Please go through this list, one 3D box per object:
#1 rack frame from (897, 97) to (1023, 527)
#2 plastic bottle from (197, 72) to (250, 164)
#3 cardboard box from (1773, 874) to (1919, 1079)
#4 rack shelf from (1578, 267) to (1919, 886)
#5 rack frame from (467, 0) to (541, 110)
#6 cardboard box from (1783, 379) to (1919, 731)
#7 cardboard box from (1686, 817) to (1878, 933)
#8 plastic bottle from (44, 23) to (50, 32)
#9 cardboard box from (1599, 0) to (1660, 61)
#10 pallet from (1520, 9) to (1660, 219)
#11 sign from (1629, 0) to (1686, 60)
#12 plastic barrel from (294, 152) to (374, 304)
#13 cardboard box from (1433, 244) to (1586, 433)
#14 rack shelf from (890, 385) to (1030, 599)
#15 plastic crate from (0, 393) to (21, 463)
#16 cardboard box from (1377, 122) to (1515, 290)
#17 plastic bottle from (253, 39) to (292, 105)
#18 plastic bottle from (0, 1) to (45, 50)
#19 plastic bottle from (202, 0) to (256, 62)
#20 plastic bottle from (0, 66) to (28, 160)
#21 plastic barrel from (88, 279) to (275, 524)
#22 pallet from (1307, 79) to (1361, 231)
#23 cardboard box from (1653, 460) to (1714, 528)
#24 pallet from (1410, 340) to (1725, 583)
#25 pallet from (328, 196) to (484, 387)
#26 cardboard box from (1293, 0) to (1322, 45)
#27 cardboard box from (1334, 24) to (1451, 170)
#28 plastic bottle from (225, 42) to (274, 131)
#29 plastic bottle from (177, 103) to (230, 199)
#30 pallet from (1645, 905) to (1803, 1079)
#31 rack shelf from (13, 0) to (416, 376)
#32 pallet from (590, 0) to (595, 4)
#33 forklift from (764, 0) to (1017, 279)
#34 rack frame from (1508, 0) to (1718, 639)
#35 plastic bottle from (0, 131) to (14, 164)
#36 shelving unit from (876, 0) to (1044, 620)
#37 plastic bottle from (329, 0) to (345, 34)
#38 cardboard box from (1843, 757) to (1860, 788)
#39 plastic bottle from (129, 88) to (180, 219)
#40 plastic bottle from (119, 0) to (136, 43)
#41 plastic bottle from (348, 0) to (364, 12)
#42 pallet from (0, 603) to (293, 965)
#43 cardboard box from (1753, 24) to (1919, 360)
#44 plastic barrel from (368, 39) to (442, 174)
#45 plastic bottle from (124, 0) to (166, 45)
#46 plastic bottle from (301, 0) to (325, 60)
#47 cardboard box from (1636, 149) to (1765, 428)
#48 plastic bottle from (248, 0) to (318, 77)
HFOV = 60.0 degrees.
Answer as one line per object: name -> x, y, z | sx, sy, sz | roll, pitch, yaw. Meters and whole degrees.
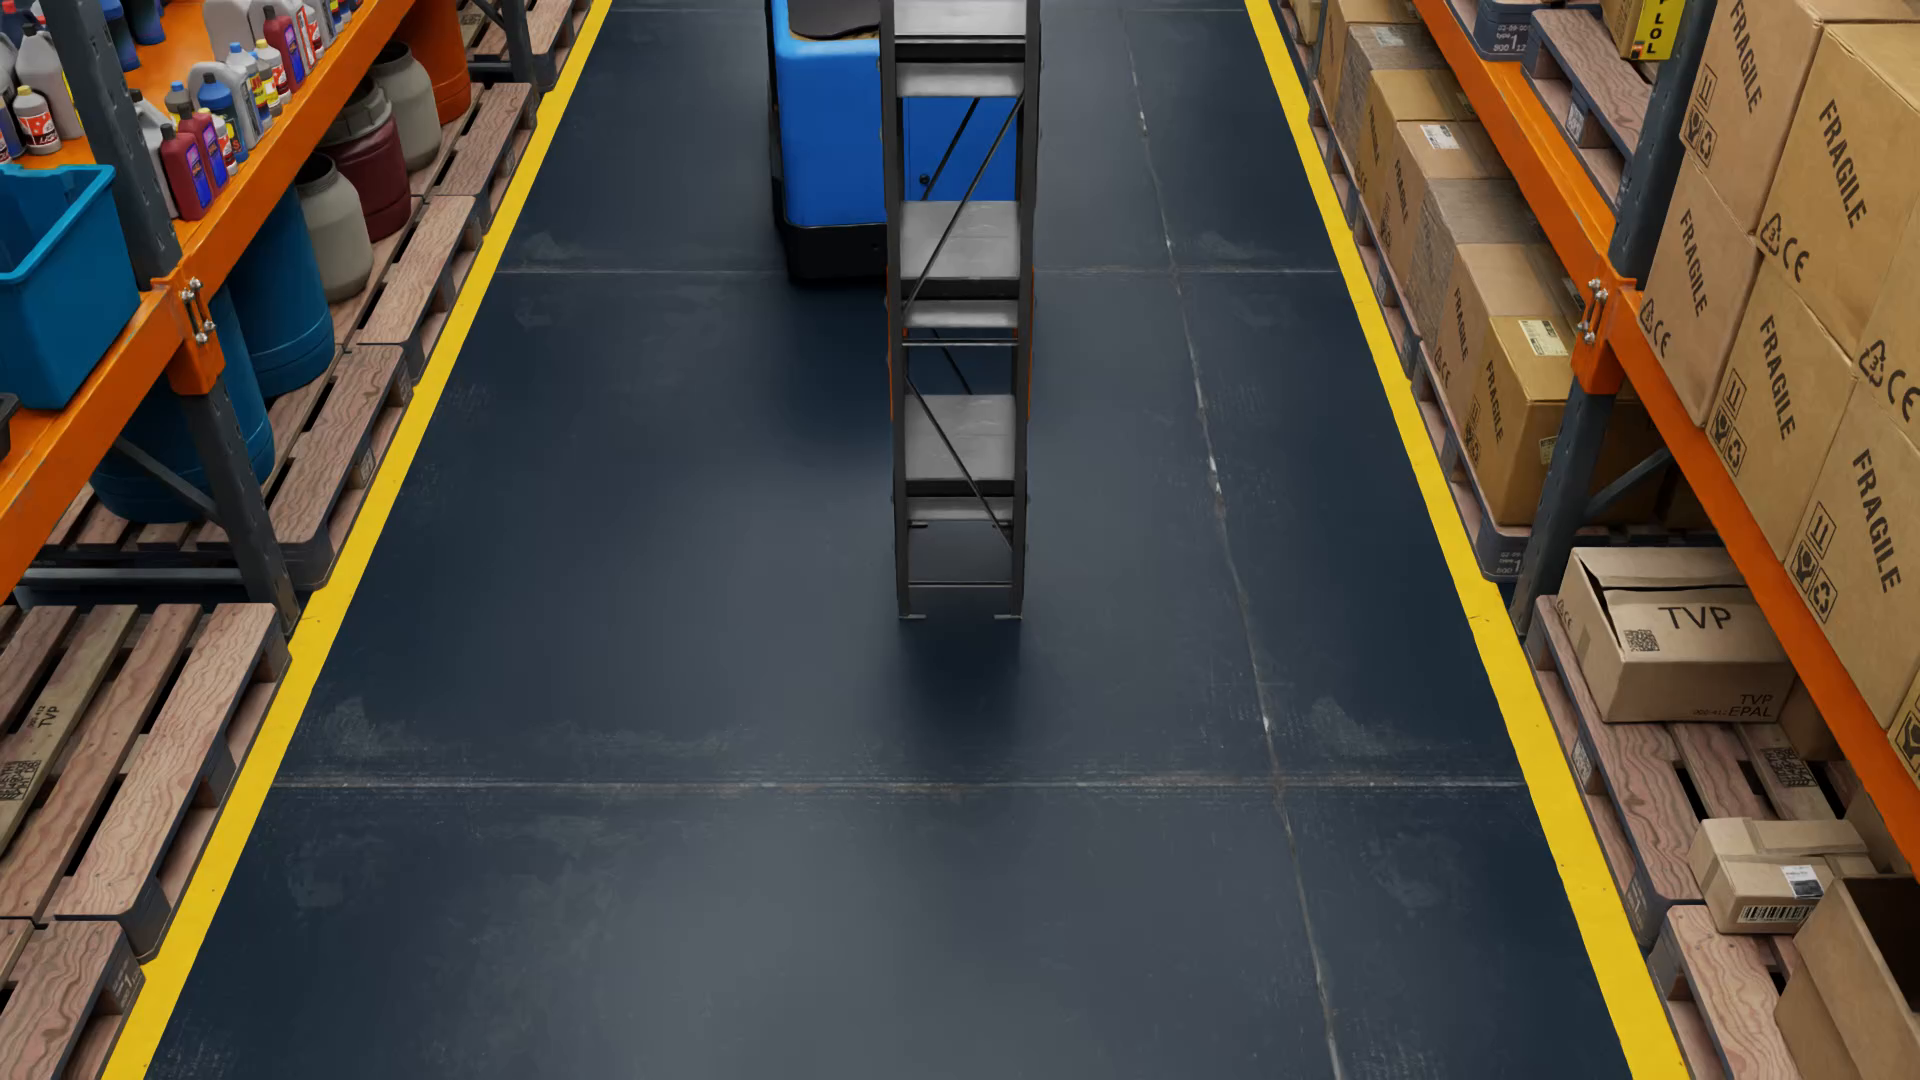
rack frame -> 0.000, -0.868, 5.155 | 0.400, 2.100, 0.015 | 0, 39, 0
plastic bottle -> -2.249, -1.287, 5.061 | 0.097, 0.271, 0.097 | 0, 39, 0
cardboard box -> 2.304, 1.085, 3.642 | 0.797, 0.503, 0.637 | 0, 39, 0
rack shelf -> 2.299, 0.639, 3.130 | 1.077, 0.370, 4.000 | 0, 39, 0
rack frame -> -2.662, -3.393, 7.585 | 1.000, 3.000, 0.127 | 0, 39, 0
cardboard box -> 2.027, 0.020, 3.246 | 0.500, 0.500, 0.500 | 0, 39, 0
cardboard box -> 2.092, 0.845, 4.211 | 0.380, 0.166, 0.250 | 0, 39, 0
plastic bottle -> -2.841, -1.563, 5.341 | 0.144, 0.351, 0.185 | 0, 39, 0
cardboard box -> 2.455, -1.822, 5.209 | 0.700, 0.500, 0.500 | 6, 39, 7
pallet -> 2.405, -1.318, 5.149 | 1.003, 0.211, 1.213 | 0, 39, 0
sign -> 1.741, -1.342, 4.100 | 0.100, 0.325, 0.005 | 0, 39, 0
plastic barrel -> -2.553, -1.221, 6.528 | 0.421, 0.512, 0.421 | 0, 39, 0
cardboard box -> 2.017, -0.707, 5.880 | 0.500, 0.500, 0.500 | 0, 39, 0
rack shelf -> 0.000, -0.159, 5.410 | 0.431, 0.518, 0.480 | 0, 39, 0
plastic crate -> -2.387, -0.108, 3.658 | 0.437, 0.125, 0.590 | 0, 39, 0
cardboard box -> 2.014, -1.338, 6.668 | 0.500, 0.500, 0.500 | -1, 39, -2
plastic bottle -> -2.250, -1.527, 5.415 | 0.097, 0.201, 0.097 | 0, 39, 0
plastic bottle -> -2.985, -1.562, 5.340 | 0.144, 0.351, 0.185 | 0, 39, 0
plastic bottle -> -2.430, -1.712, 5.587 | 0.152, 0.276, 0.135 | 0, 39, 0
plastic bottle -> -2.981, -1.318, 5.095 | 0.152, 0.276, 0.135 | 0, 39, 0
plastic barrel -> -2.641, -0.577, 5.413 | 0.600, 0.901, 0.708 | 0, 39, 0
pallet -> 2.255, -1.839, 7.876 | 1.003, 0.211, 1.213 | 0, 39, 0
cardboard box -> 2.540, -0.392, 5.487 | 0.500, 0.500, 0.500 | -2, 39, -2
pallet -> 2.258, -0.313, 5.972 | 1.003, 0.211, 1.213 | 0, 39, 0
pallet -> -2.620, -1.051, 6.892 | 1.003, 0.211, 1.213 | 0, 39, 0
cardboard box -> 2.047, -2.814, 8.726 | 0.500, 0.250, 0.500 | 1, 39, 1
cardboard box -> 2.013, -1.978, 7.467 | 0.500, 0.500, 0.500 | -1, 39, -2
plastic bottle -> -2.250, -1.432, 5.242 | 0.097, 0.271, 0.097 | 0, 39, 0
plastic bottle -> -2.231, -1.159, 4.891 | 0.061, 0.283, 0.133 | 0, 39, 0
pallet -> 2.301, 1.390, 3.847 | 1.003, 0.211, 1.213 | 0, 39, 0
rack shelf -> -2.659, -1.861, 6.249 | 1.077, 0.370, 4.000 | 0, 39, 0
pallet -> -2.622, -3.550, 10.011 | 1.003, 0.211, 1.213 | 0, 39, 0
forklift -> -0.378, -3.160, 7.349 | 1.130, 2.935, 3.031 | -4, 39, -5
rack frame -> 2.296, -0.893, 4.465 | 1.000, 3.000, 0.127 | 0, 39, 0
plastic bottle -> -2.947, -1.216, 5.028 | 0.097, 0.201, 0.097 | 0, 39, 0
shelving unit -> 0.000, -0.716, 4.964 | 0.431, 2.100, 0.503 | 0, 39, 0
plastic bottle -> -2.251, -1.928, 5.860 | 0.097, 0.271, 0.097 | 0, 39, 0
cardboard box -> 2.641, 0.639, 4.482 | 0.380, 0.149, 0.250 | 0, 39, 0
plastic bottle -> -2.333, -1.118, 4.786 | 0.144, 0.351, 0.185 | 0, 39, 0
plastic bottle -> -2.982, -1.862, 5.774 | 0.152, 0.276, 0.135 | 0, 39, 0
plastic bottle -> -2.274, -2.108, 6.021 | 0.144, 0.351, 0.185 | 0, 39, 0
pallet -> -2.617, 0.656, 4.762 | 1.003, 0.211, 1.213 | 0, 39, 0
cardboard box -> 2.017, -0.704, 3.351 | 0.500, 0.500, 0.500 | -1, 39, -1
plastic barrel -> -2.554, -1.927, 7.410 | 0.421, 0.512, 0.421 | 0, 39, 0
plastic bottle -> -2.857, -1.872, 5.791 | 0.097, 0.271, 0.097 | 0, 39, 0
plastic bottle -> -2.250, -1.755, 5.701 | 0.097, 0.201, 0.097 | 0, 39, 0
cardboard box -> 2.025, -0.613, 4.036 | 0.500, 0.500, 0.500 | 1, 39, 1
plastic bottle -> -2.278, -1.712, 5.587 | 0.152, 0.276, 0.135 | 0, 39, 0
